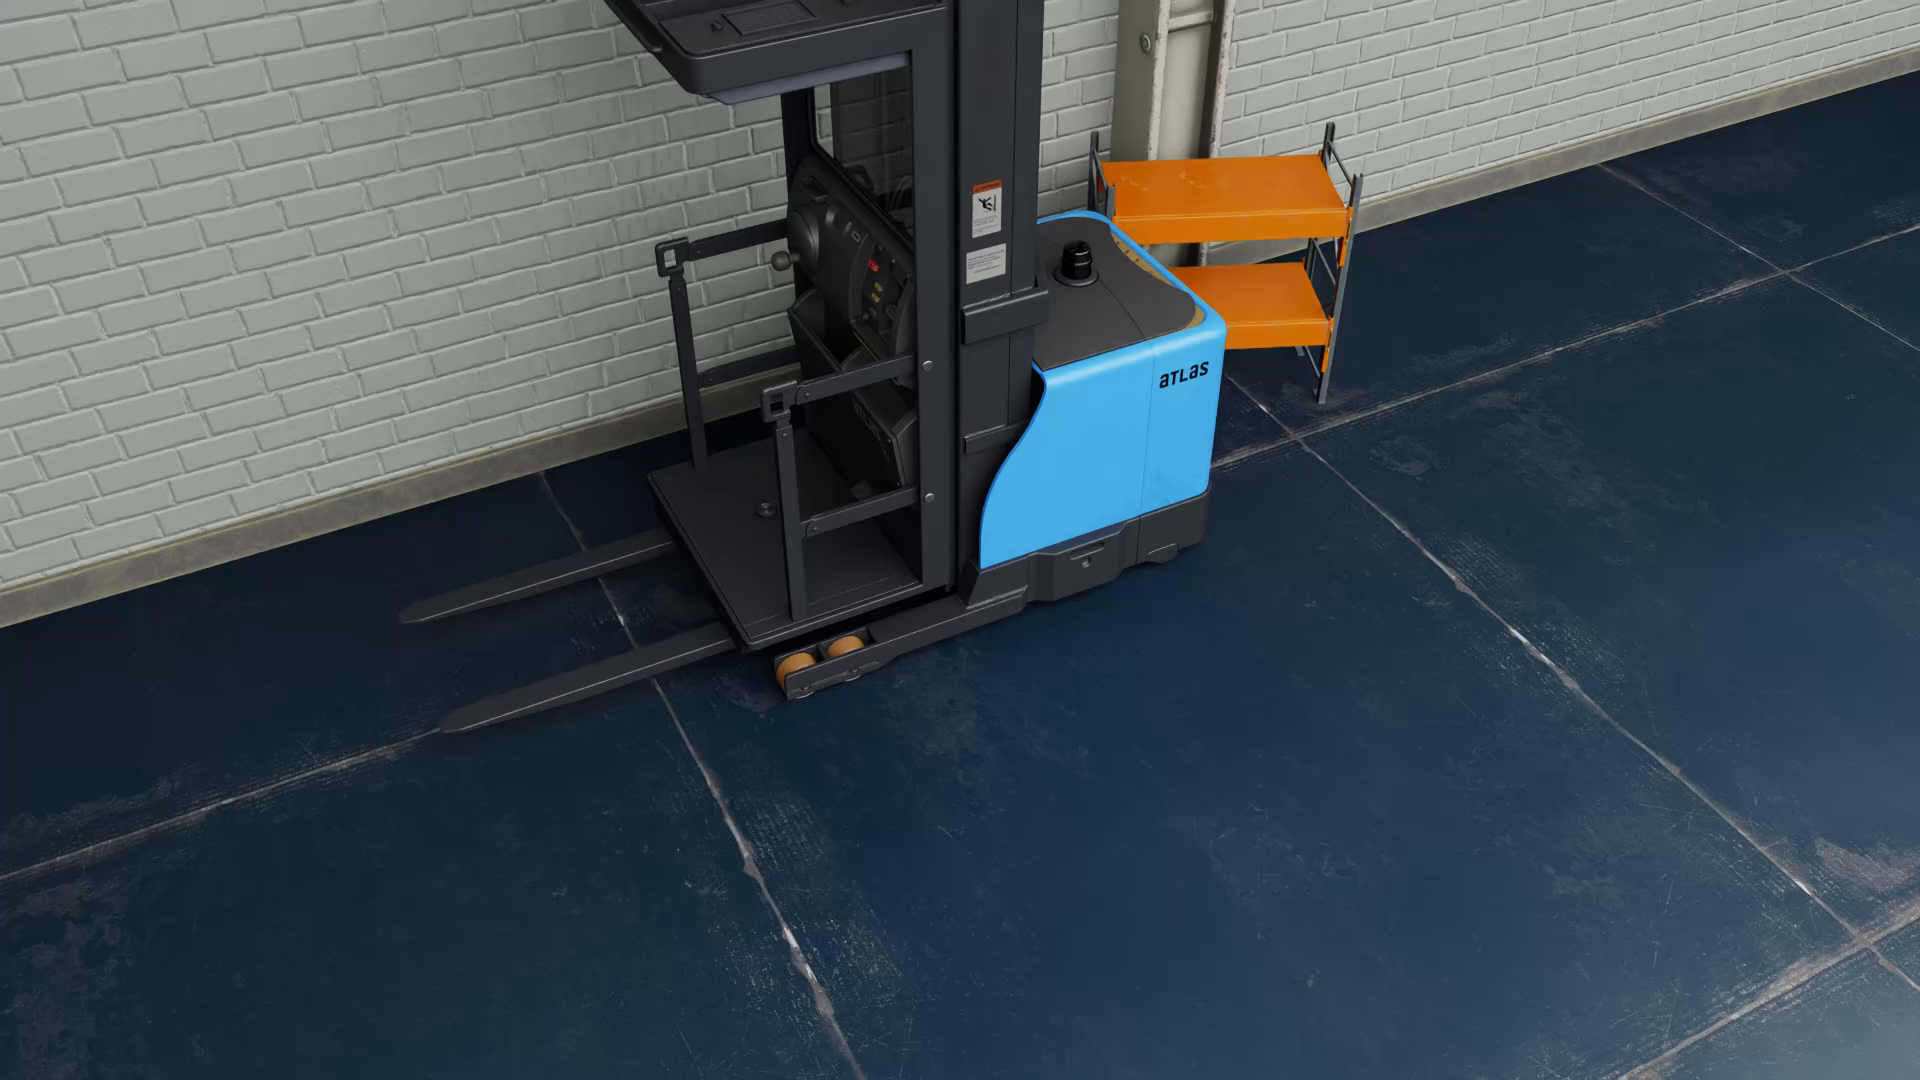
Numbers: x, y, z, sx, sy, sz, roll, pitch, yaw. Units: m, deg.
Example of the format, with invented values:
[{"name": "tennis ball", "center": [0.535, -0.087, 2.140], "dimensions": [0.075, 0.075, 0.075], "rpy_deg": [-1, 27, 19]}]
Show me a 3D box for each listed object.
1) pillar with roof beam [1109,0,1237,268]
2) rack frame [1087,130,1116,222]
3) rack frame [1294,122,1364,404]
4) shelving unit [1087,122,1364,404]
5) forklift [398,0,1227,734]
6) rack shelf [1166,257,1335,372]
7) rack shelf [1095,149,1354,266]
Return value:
[{"name": "pillar with roof beam", "center": [2.917, -2.092, 2.257], "dimensions": [0.400, 9.000, 9.100], "rpy_deg": [-19, 44, -21]}, {"name": "rack frame", "center": [0.591, -1.149, 7.237], "dimensions": [0.032, 1.125, 0.500], "rpy_deg": [-3, 40, -3]}, {"name": "rack frame", "center": [1.605, -1.201, 7.298], "dimensions": [0.032, 1.125, 0.500], "rpy_deg": [-3, 40, -3]}, {"name": "shelving unit", "center": [1.098, -1.175, 7.268], "dimensions": [1.048, 1.125, 0.538], "rpy_deg": [-3, 40, -3]}, {"name": "forklift", "center": [-0.561, -0.933, 5.584], "dimensions": [3.031, 2.935, 1.130], "rpy_deg": [-18, 44, -20]}, {"name": "rack shelf", "center": [1.098, -0.988, 7.426], "dimensions": [1.000, 0.278, 0.538], "rpy_deg": [-3, 40, -3]}, {"name": "rack shelf", "center": [1.098, -1.399, 7.079], "dimensions": [1.000, 0.278, 0.538], "rpy_deg": [-3, 40, -3]}]
